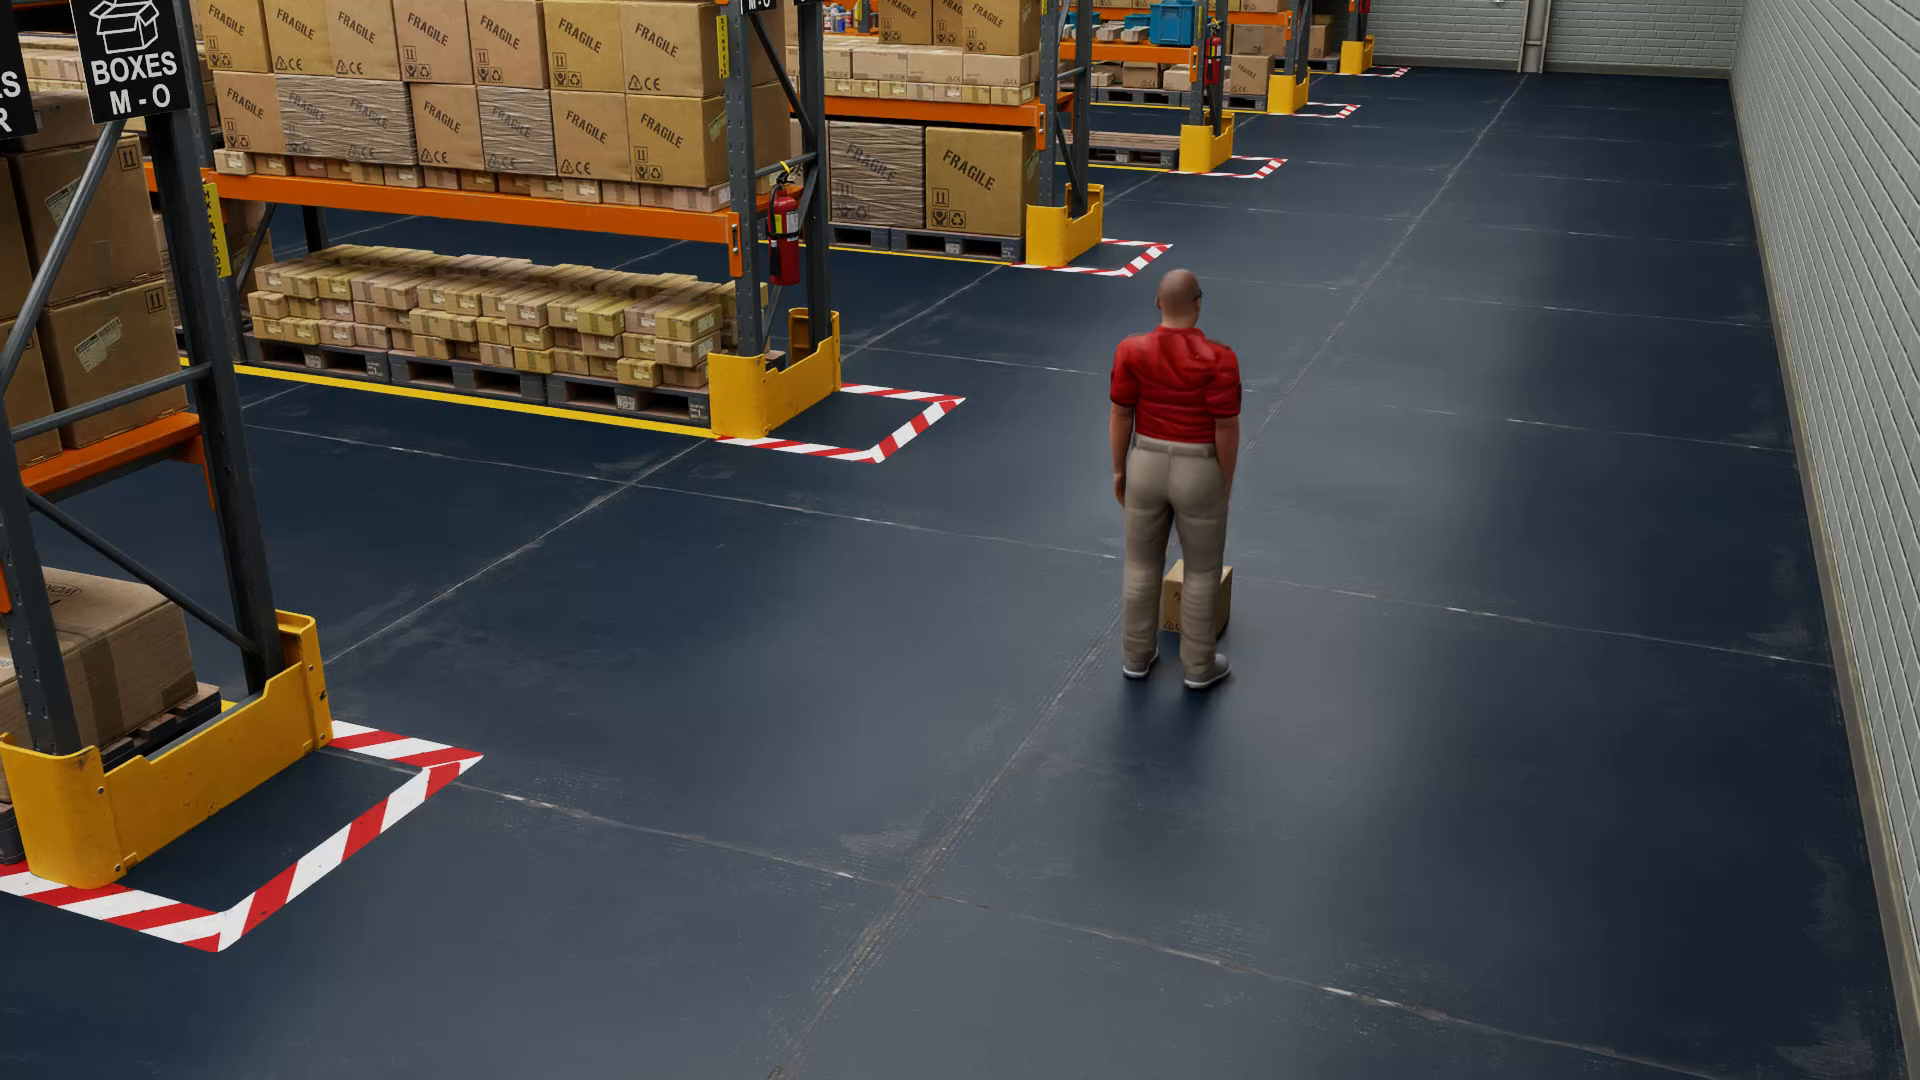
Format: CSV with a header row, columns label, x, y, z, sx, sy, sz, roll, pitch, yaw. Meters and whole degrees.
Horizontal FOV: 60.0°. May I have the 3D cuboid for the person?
label,x,y,z,sx,sy,sz,roll,pitch,yaw
person,0.867,-0.248,6.732,0.533,1.736,0.361,9,24,21
